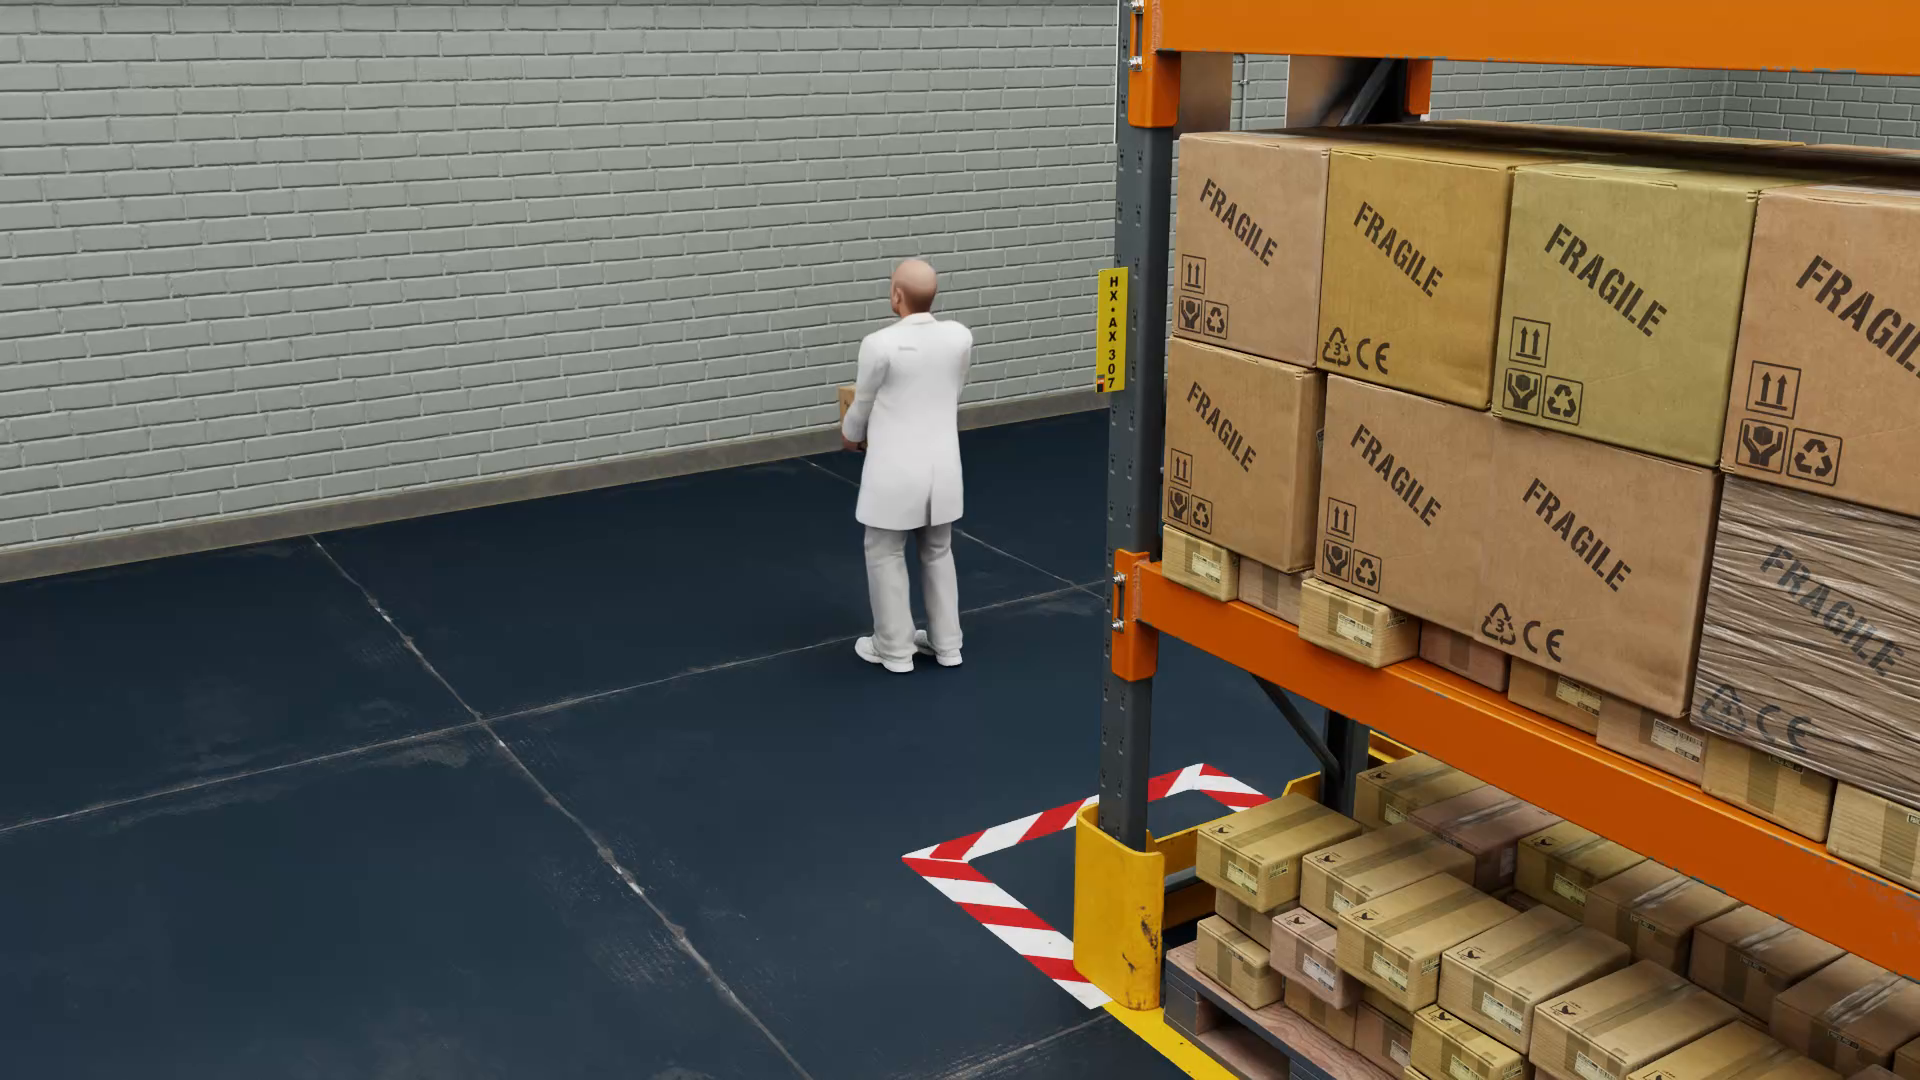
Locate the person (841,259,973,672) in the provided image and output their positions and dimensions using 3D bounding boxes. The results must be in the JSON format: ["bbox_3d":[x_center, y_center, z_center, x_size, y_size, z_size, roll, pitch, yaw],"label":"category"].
[{"bbox_3d":[-0.258,-0.328,7.106,0.527,1.776,0.545,-11,21,-31],"label":"person"}]
